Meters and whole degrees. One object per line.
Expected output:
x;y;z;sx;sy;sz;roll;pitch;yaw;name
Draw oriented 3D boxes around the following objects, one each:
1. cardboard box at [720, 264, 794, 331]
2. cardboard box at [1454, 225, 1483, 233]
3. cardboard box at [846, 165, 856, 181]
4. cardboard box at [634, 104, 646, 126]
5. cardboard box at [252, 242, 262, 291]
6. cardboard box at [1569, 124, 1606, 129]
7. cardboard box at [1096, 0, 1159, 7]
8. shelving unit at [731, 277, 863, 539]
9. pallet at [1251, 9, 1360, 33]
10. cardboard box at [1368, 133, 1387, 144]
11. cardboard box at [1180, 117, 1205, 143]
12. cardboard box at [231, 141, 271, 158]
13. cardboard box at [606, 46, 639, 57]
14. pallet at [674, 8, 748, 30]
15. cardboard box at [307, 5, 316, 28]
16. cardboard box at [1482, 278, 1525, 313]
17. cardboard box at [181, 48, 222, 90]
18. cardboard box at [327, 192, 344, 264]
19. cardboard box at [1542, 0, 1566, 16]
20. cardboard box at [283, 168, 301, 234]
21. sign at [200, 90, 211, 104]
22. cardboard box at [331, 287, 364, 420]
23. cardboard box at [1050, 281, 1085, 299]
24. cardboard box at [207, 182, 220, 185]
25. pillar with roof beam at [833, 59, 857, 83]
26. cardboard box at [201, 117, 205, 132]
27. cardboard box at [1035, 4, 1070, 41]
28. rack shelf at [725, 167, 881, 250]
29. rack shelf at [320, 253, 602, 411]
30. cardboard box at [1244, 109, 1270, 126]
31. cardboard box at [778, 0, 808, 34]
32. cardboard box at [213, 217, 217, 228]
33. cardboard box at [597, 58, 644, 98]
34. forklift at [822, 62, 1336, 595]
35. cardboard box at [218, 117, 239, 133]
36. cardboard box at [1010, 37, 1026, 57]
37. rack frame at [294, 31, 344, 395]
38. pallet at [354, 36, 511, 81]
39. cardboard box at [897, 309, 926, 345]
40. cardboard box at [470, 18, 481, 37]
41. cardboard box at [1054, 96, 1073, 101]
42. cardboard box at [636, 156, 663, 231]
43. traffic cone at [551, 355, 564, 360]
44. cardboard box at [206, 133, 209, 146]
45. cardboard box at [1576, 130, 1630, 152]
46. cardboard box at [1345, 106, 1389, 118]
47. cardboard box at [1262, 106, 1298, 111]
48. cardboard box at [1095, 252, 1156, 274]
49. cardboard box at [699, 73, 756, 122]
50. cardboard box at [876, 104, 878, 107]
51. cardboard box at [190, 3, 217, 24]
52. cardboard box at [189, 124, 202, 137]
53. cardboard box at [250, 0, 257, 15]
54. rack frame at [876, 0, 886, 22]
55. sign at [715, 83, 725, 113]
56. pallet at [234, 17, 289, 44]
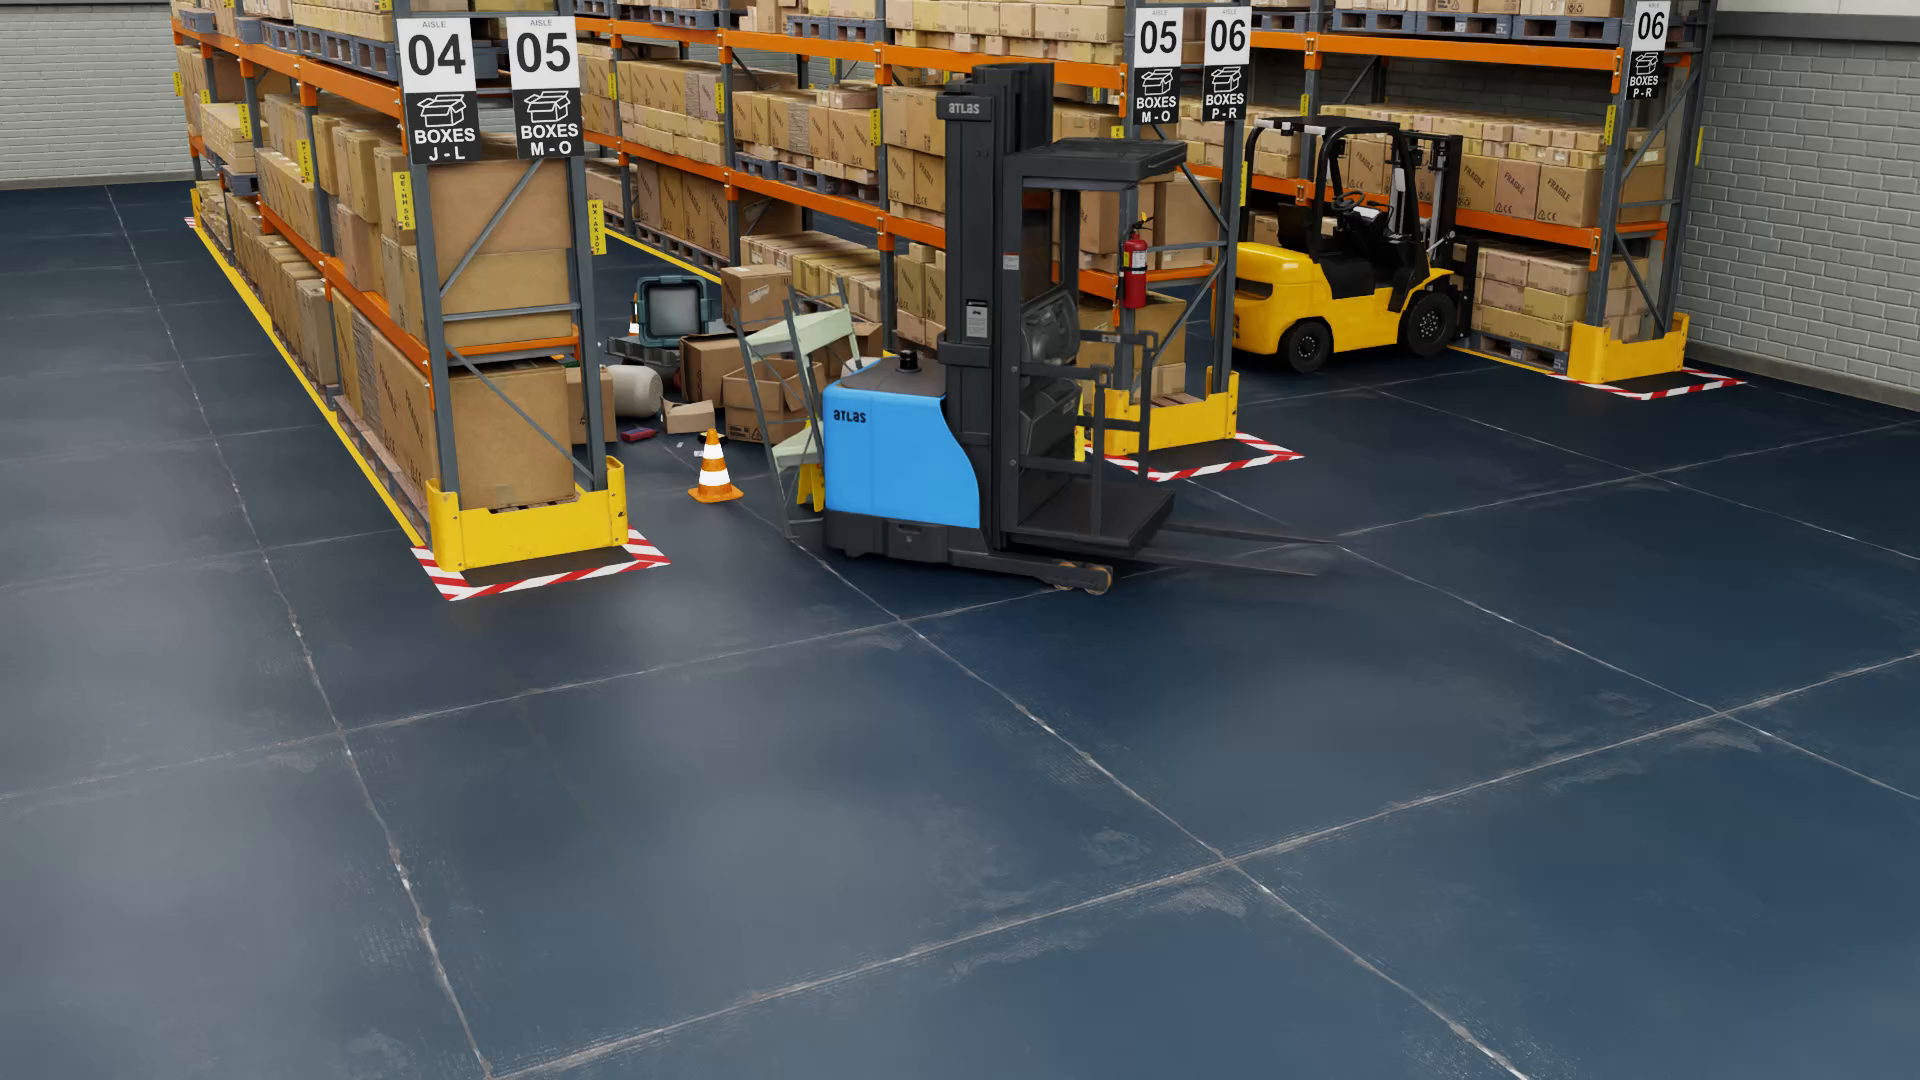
-1.838;-2.198;15.075;0.500;0.500;0.500;-10;21;-27;cardboard box
4.967;-3.046;16.899;0.500;0.250;0.500;-10;21;-26;cardboard box
-0.883;-3.570;16.119;0.380;0.149;0.250;-11;22;-28;cardboard box
-3.851;-5.453;21.299;0.500;0.250;0.500;-10;21;-26;cardboard box
-7.279;-2.974;17.840;0.500;0.500;0.500;-9;21;-24;cardboard box
5.776;-3.706;15.169;0.380;0.149;0.250;-10;21;-26;cardboard box
1.193;-3.886;11.858;0.380;0.149;0.250;-10;21;-26;cardboard box
-0.931;-0.852;10.659;0.431;1.500;0.755;-5;17;25;shelving unit
3.651;-5.655;18.116;0.805;0.209;1.217;-11;22;-29;pallet
4.325;-4.071;16.683;0.380;0.149;0.250;-9;21;-25;cardboard box
2.911;-4.785;19.364;0.500;0.250;0.500;-10;21;-26;cardboard box
-7.129;-3.951;16.767;0.380;0.149;0.250;-9;21;-26;cardboard box
-4.541;-6.561;22.367;0.380;0.149;0.250;-9;21;-25;cardboard box
-2.538;-5.960;18.996;1.213;0.211;1.003;-9;21;-24;pallet
-4.360;-3.681;11.689;0.380;0.149;0.250;-10;22;-28;cardboard box
5.245;-2.300;15.504;0.500;0.250;0.500;-10;22;-27;cardboard box
-9.840;-6.149;21.712;0.500;0.500;0.500;-11;22;-28;cardboard box
-4.408;-2.478;12.983;0.875;0.550;0.550;-10;21;-27;cardboard box
5.320;-4.664;14.538;0.380;0.149;0.250;-11;22;-28;cardboard box
-5.557;-2.956;14.447;0.500;0.500;0.500;-10;21;-26;cardboard box
-8.867;-5.130;19.573;0.100;0.325;0.005;-10;21;-27;sign
-4.357;-1.513;13.032;0.875;0.875;0.875;-10;21;-26;cardboard box
0.770;-2.003;13.264;0.380;0.149;0.250;-9;21;-25;cardboard box
-10.106;-4.824;22.828;0.380;0.149;0.250;-10;21;-26;cardboard box
-5.893;-10.604;27.566;9.100;9.000;0.400;-10;21;-27;pillar with roof beam
-8.611;-4.843;19.354;0.380;0.149;0.250;-10;21;-26;cardboard box
0.908;-3.898;12.504;0.500;0.250;0.500;-10;22;-27;cardboard box
-1.235;-3.540;17.396;1.077;0.370;4.000;-10;21;-27;rack shelf
-3.644;-1.596;11.762;1.077;0.370;4.000;-10;21;-27;rack shelf
3.273;-4.699;18.502;0.380;0.149;0.250;-11;22;-28;cardboard box
-1.436;-5.488;17.180;0.797;0.503;0.637;-10;21;-27;cardboard box
-9.579;-4.164;21.828;0.380;0.149;0.250;-10;21;-27;cardboard box
-4.552;-6.216;22.359;0.500;0.500;0.500;-10;21;-27;cardboard box
0.722;-1.259;9.786;3.031;2.935;1.130;7;20;20;forklift
-7.611;-4.383;17.565;0.380;0.149;0.250;-10;21;-27;cardboard box
0.615;-3.888;13.088;0.380;0.149;0.250;-11;22;-28;cardboard box
-4.594;-2.511;13.309;1.000;3.000;0.127;-10;21;-27;rack frame
-3.056;-2.950;10.119;1.003;0.211;1.213;-10;21;-27;pallet
-0.243;-1.994;15.383;0.500;0.250;0.500;-11;22;-29;cardboard box
-2.815;-3.200;10.297;0.380;0.149;0.250;-10;21;-26;cardboard box
0.498;-3.373;13.666;0.700;0.500;0.500;-10;21;-27;cardboard box
-3.720;-4.631;22.069;0.875;0.875;0.875;-9;21;-25;cardboard box
-3.902;-1.930;15.516;0.336;0.463;0.334;-10;21;-27;traffic cone
-8.474;-4.624;19.174;0.380;0.149;0.250;-10;21;-26;cardboard box
5.625;-3.493;14.551;0.380;0.149;0.250;-10;21;-27;cardboard box
4.190;-4.375;17.108;0.380;0.149;0.250;-10;21;-26;cardboard box
3.668;-4.867;18.989;0.380;0.149;0.250;-10;21;-27;cardboard box
1.248;-2.114;12.543;0.380;0.149;0.250;-9;21;-25;cardboard box
-2.661;-5.083;19.076;0.500;0.500;0.500;-11;22;-28;cardboard box
-0.717;-4.160;16.834;0.500;0.500;0.500;-10;21;-27;cardboard box
-8.864;-6.253;19.787;0.500;0.250;0.500;-9;21;-25;cardboard box
-10.189;-5.541;22.475;0.380;0.149;0.250;-11;22;-28;cardboard box
-6.105;-4.866;14.969;0.500;0.250;0.500;-9;21;-25;cardboard box
-0.286;-6.142;14.636;1.000;3.000;0.127;-10;21;-27;rack frame
-2.672;-4.915;18.502;0.100;0.325;0.005;-10;21;-27;sign
-6.141;-4.811;15.666;1.213;0.211;1.003;-9;21;-24;pallet
